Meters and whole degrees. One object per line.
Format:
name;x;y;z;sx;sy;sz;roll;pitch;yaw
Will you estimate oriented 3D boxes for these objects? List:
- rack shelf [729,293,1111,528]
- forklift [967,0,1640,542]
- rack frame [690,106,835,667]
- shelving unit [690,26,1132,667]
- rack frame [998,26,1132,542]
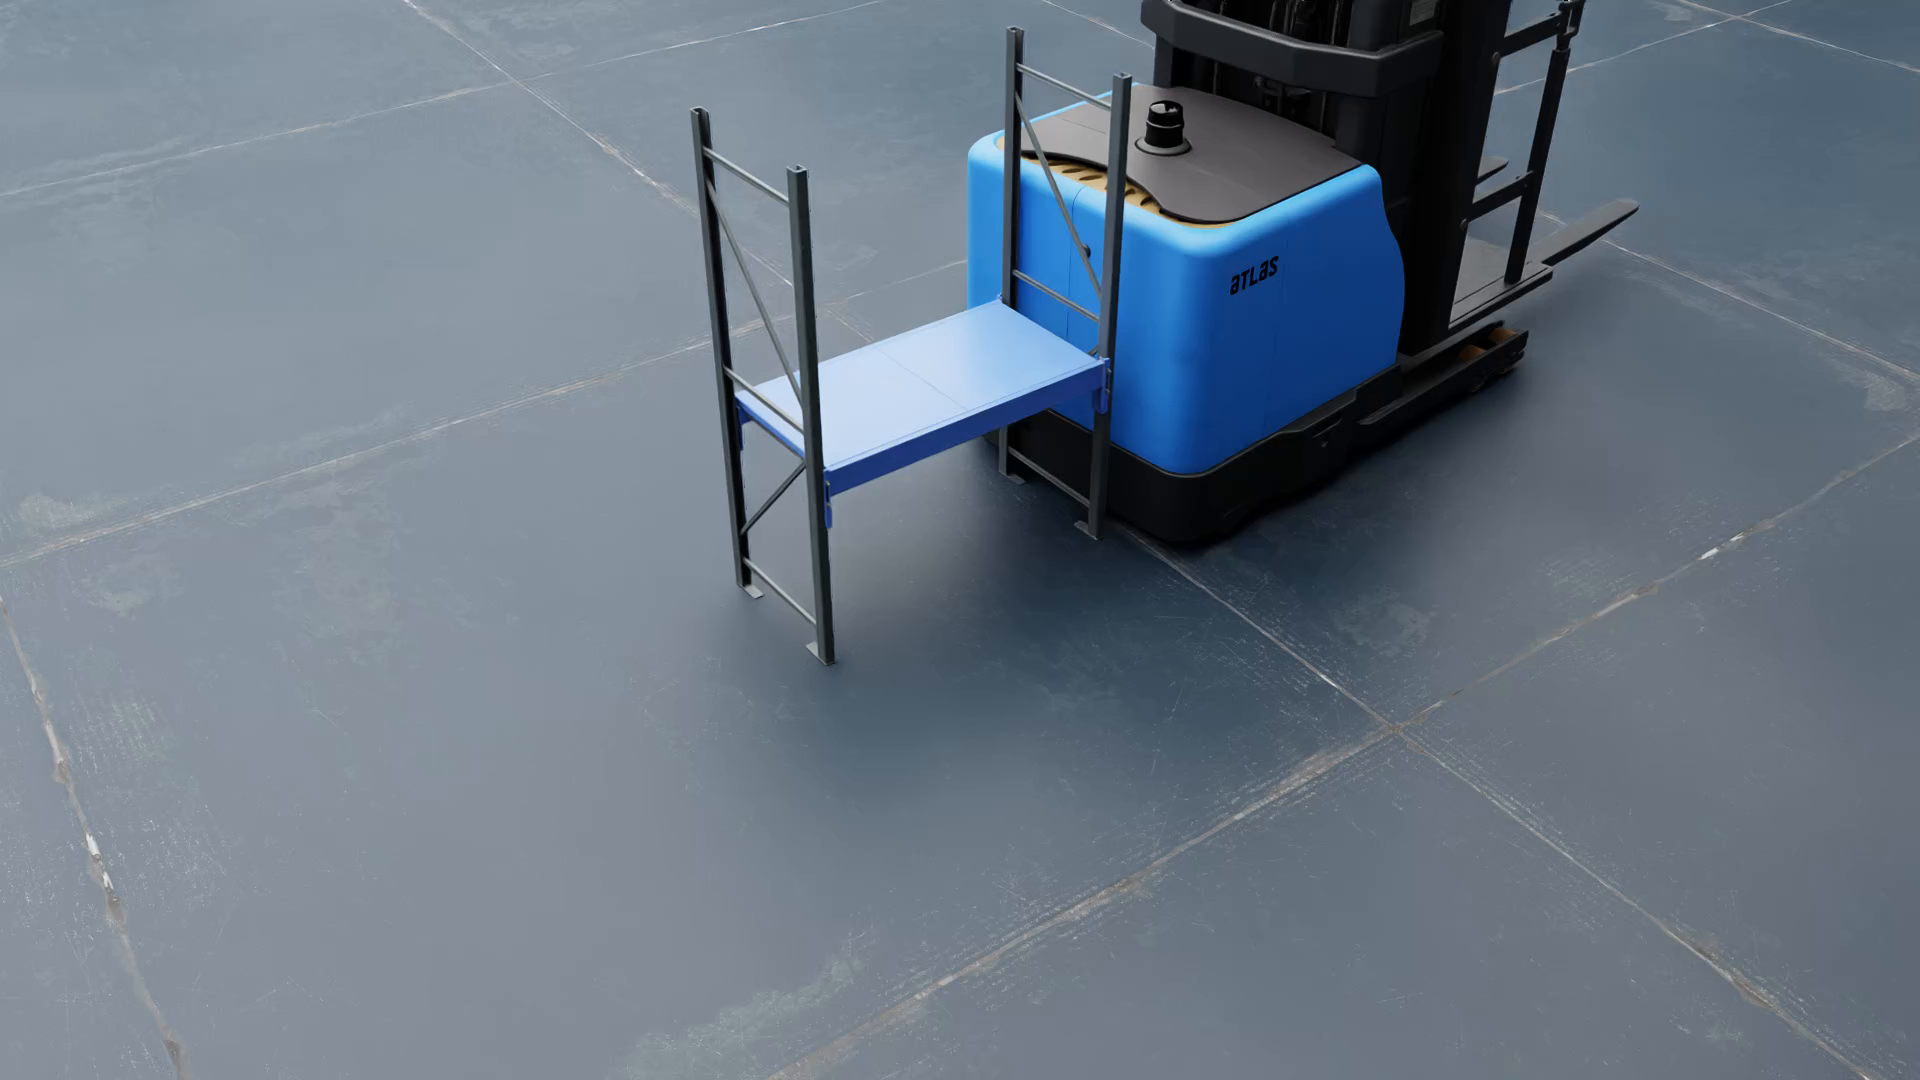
rack shelf;-0.114;-0.400;4.830;1.000;0.185;0.538;-24;42;-29
forklift;1.433;-1.923;5.414;3.031;2.935;1.130;-28;44;-33
rack frame;-0.520;-0.367;4.476;0.032;1.500;0.500;-24;42;-29
shelving unit;-0.114;-0.546;4.725;1.048;1.500;0.538;-24;42;-29
rack frame;0.292;-0.725;4.973;0.032;1.500;0.500;-24;42;-29
